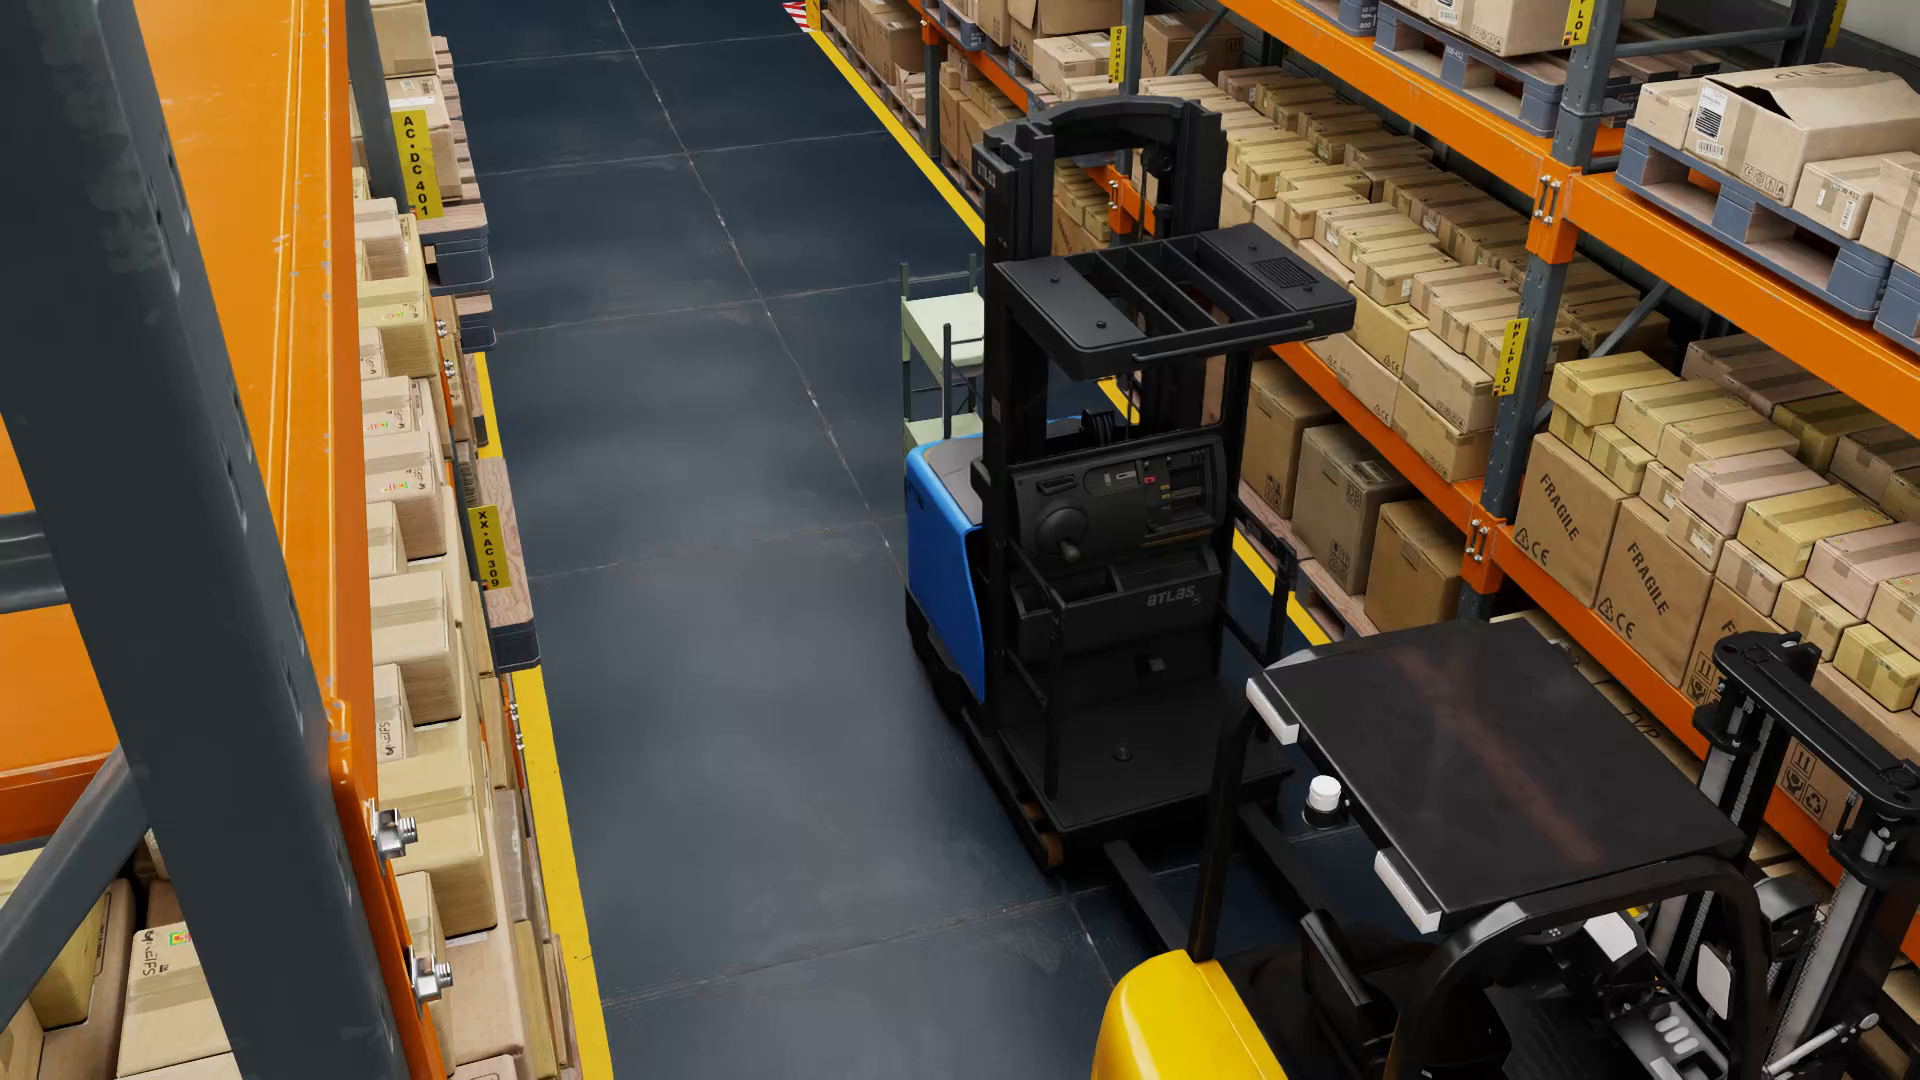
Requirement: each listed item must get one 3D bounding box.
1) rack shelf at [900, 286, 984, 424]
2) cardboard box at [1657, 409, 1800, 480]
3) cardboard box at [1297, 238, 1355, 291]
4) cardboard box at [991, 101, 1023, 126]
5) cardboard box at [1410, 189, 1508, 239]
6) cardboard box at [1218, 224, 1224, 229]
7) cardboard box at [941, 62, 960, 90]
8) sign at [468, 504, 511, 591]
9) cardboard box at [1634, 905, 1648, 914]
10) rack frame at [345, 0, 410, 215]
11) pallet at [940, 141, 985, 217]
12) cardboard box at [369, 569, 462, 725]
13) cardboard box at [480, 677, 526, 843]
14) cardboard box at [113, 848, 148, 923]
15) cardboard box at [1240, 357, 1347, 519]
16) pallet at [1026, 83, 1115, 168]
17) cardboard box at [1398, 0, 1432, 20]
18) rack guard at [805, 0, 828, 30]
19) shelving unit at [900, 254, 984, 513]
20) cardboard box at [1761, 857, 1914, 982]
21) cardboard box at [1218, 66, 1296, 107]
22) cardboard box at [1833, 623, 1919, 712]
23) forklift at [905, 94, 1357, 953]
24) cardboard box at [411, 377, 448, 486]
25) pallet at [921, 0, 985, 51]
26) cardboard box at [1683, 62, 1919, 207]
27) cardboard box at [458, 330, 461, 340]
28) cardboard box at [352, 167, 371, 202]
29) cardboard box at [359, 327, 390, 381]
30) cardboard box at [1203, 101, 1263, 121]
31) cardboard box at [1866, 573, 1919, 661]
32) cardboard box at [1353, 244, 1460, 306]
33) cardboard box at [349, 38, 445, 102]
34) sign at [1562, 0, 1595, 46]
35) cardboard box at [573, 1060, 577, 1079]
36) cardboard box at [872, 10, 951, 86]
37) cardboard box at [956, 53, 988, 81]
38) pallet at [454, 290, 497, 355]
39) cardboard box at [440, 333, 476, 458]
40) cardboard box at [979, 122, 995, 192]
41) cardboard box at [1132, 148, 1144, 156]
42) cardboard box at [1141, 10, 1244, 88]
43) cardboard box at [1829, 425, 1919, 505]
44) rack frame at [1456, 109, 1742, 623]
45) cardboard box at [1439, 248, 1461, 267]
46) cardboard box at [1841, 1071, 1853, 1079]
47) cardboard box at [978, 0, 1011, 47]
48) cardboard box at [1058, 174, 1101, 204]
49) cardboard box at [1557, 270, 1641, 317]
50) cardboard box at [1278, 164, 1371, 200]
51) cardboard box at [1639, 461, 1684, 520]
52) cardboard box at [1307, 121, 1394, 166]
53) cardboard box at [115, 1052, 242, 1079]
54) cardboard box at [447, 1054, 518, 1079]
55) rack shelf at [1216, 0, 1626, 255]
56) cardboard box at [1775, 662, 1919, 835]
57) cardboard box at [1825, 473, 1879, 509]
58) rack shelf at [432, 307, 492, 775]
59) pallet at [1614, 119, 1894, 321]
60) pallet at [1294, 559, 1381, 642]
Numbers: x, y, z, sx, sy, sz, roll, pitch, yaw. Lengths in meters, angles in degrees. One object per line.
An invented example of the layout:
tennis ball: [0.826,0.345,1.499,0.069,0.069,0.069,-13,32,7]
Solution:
rack shelf: [0.002,-0.948,8.436,0.431,0.370,0.720,-10,35,-15]
cardboard box: [2.714,-0.317,5.879,0.380,0.149,0.250,-11,35,-16]
cardboard box: [1.940,-1.251,7.925,0.500,0.250,0.500,-9,35,-14]
cardboard box: [0.447,-3.178,12.456,0.380,0.149,0.250,-10,35,-15]
cardboard box: [2.406,-1.563,8.035,0.380,0.149,0.250,-10,35,-15]
cardboard box: [1.642,-1.581,8.878,0.500,0.250,0.500,-11,35,-16]
cardboard box: [0.063,-3.722,13.280,0.380,0.149,0.250,-8,34,-12]
sign: [-1.565,0.028,5.521,0.100,0.325,0.005,-10,35,-15]
cardboard box: [2.820,1.461,6.251,0.500,0.250,0.500,-9,35,-14]
rack frame: [-2.079,-2.018,3.961,1.000,3.000,0.127,-10,35,-15]
pallet: [0.491,-2.968,13.370,1.003,0.211,1.213,-10,35,-15]
cardboard box: [-1.057,0.204,2.824,0.380,0.149,0.250,-9,35,-13]
cardboard box: [-1.543,0.779,4.809,0.500,0.500,0.500,-9,34,-13]
cardboard box: [-1.587,0.513,2.718,0.500,0.250,0.500,-9,35,-13]
cardboard box: [2.017,-0.612,9.047,0.875,0.625,0.625,-11,35,-17]
pallet: [1.153,-2.716,10.633,1.213,0.211,1.003,-10,35,-15]
cardboard box: [2.022,-2.242,6.777,0.380,0.149,0.250,-10,35,-15]
rack guard: [-0.990,-5.570,17.045,1.175,0.500,0.348,-10,35,-15]
shelving unit: [0.002,-0.622,8.651,0.431,1.500,0.755,-10,35,-15]
cardboard box: [2.958,1.316,5.563,0.500,0.250,0.500,-11,35,-16]
cardboard box: [1.719,-2.628,9.646,0.380,0.149,0.250,-9,34,-13]
cardboard box: [2.946,0.362,5.121,0.380,0.149,0.250,-11,35,-16]
forklift: [0.736,-0.106,6.571,1.130,2.935,3.031,-12,35,-18]
cardboard box: [-1.391,-0.107,3.655,0.500,0.250,0.500,-11,35,-16]
pallet: [0.347,-4.034,12.628,1.003,0.211,1.213,-10,35,-15]
cardboard box: [2.669,-1.305,5.213,0.500,0.311,0.500,-9,35,-14]
cardboard box: [-2.538,-1.024,7.746,0.380,0.149,0.250,-9,35,-14]
cardboard box: [-1.774,-0.865,4.441,0.380,0.149,0.250,-9,35,-14]
cardboard box: [-1.442,-0.321,3.618,0.380,0.149,0.250,-11,35,-16]
cardboard box: [1.429,-2.277,9.116,0.380,0.149,0.250,-9,35,-13]
cardboard box: [3.023,0.220,5.067,0.380,0.149,0.250,-10,35,-15]
cardboard box: [2.004,-1.192,7.473,0.380,0.149,0.250,-11,35,-16]
cardboard box: [-2.031,-1.520,5.683,0.500,0.250,0.500,-10,35,-15]
sign: [2.133,-1.854,5.679,0.100,0.325,0.005,-10,35,-15]
cardboard box: [-1.471,2.000,5.436,0.500,0.250,0.500,-11,35,-16]
cardboard box: [-0.377,-4.447,14.965,0.700,0.500,0.500,-11,35,-17]
cardboard box: [0.188,-3.718,13.003,0.380,0.149,0.250,-12,35,-17]
pallet: [-2.980,-1.179,8.307,1.213,0.211,1.003,-10,35,-15]
cardboard box: [-2.102,-0.414,6.233,0.500,0.500,0.500,-10,35,-15]
cardboard box: [0.460,-2.852,12.551,0.500,0.500,0.500,-11,35,-16]
cardboard box: [1.306,-2.320,9.542,0.500,0.250,0.500,-10,35,-15]
cardboard box: [1.419,-2.966,10.365,0.500,0.500,0.500,-8,34,-12]
cardboard box: [3.299,-0.275,5.816,0.380,0.149,0.250,-11,35,-16]
rack frame: [2.647,-0.352,6.881,1.000,3.000,0.127,-10,35,-15]
cardboard box: [2.447,-1.345,8.066,0.500,0.250,0.500,-11,35,-16]
cardboard box: [3.101,1.776,5.321,0.500,0.250,0.500,-11,35,-16]
cardboard box: [0.539,-3.794,11.618,0.700,0.500,0.500,-10,35,-15]
cardboard box: [0.884,-2.356,11.211,0.380,0.149,0.250,-11,35,-16]
cardboard box: [2.712,-1.035,7.235,0.380,0.149,0.250,-11,35,-16]
cardboard box: [1.819,-1.751,8.320,0.380,0.149,0.250,-10,35,-15]
cardboard box: [2.680,-0.185,5.949,0.380,0.149,0.250,-10,35,-15]
cardboard box: [2.073,-2.096,8.841,0.380,0.149,0.250,-10,35,-15]
cardboard box: [-0.865,0.755,1.990,0.380,0.149,0.250,-10,35,-15]
cardboard box: [-0.758,0.963,2.037,0.500,0.250,0.500,-11,35,-16]
rack shelf: [2.037,-2.353,7.842,1.077,0.370,4.000,-10,35,-15]
cardboard box: [2.997,0.687,5.218,0.500,0.500,0.500,-10,35,-14]
cardboard box: [3.288,-0.143,5.886,0.380,0.149,0.250,-10,35,-14]
rack shelf: [-1.469,0.583,3.397,1.077,0.370,4.000,-10,35,-15]
pallet: [2.932,-1.123,5.408,1.003,0.211,1.213,-10,35,-15]
pallet: [2.385,0.431,8.226,1.003,0.211,1.213,-10,35,-15]
